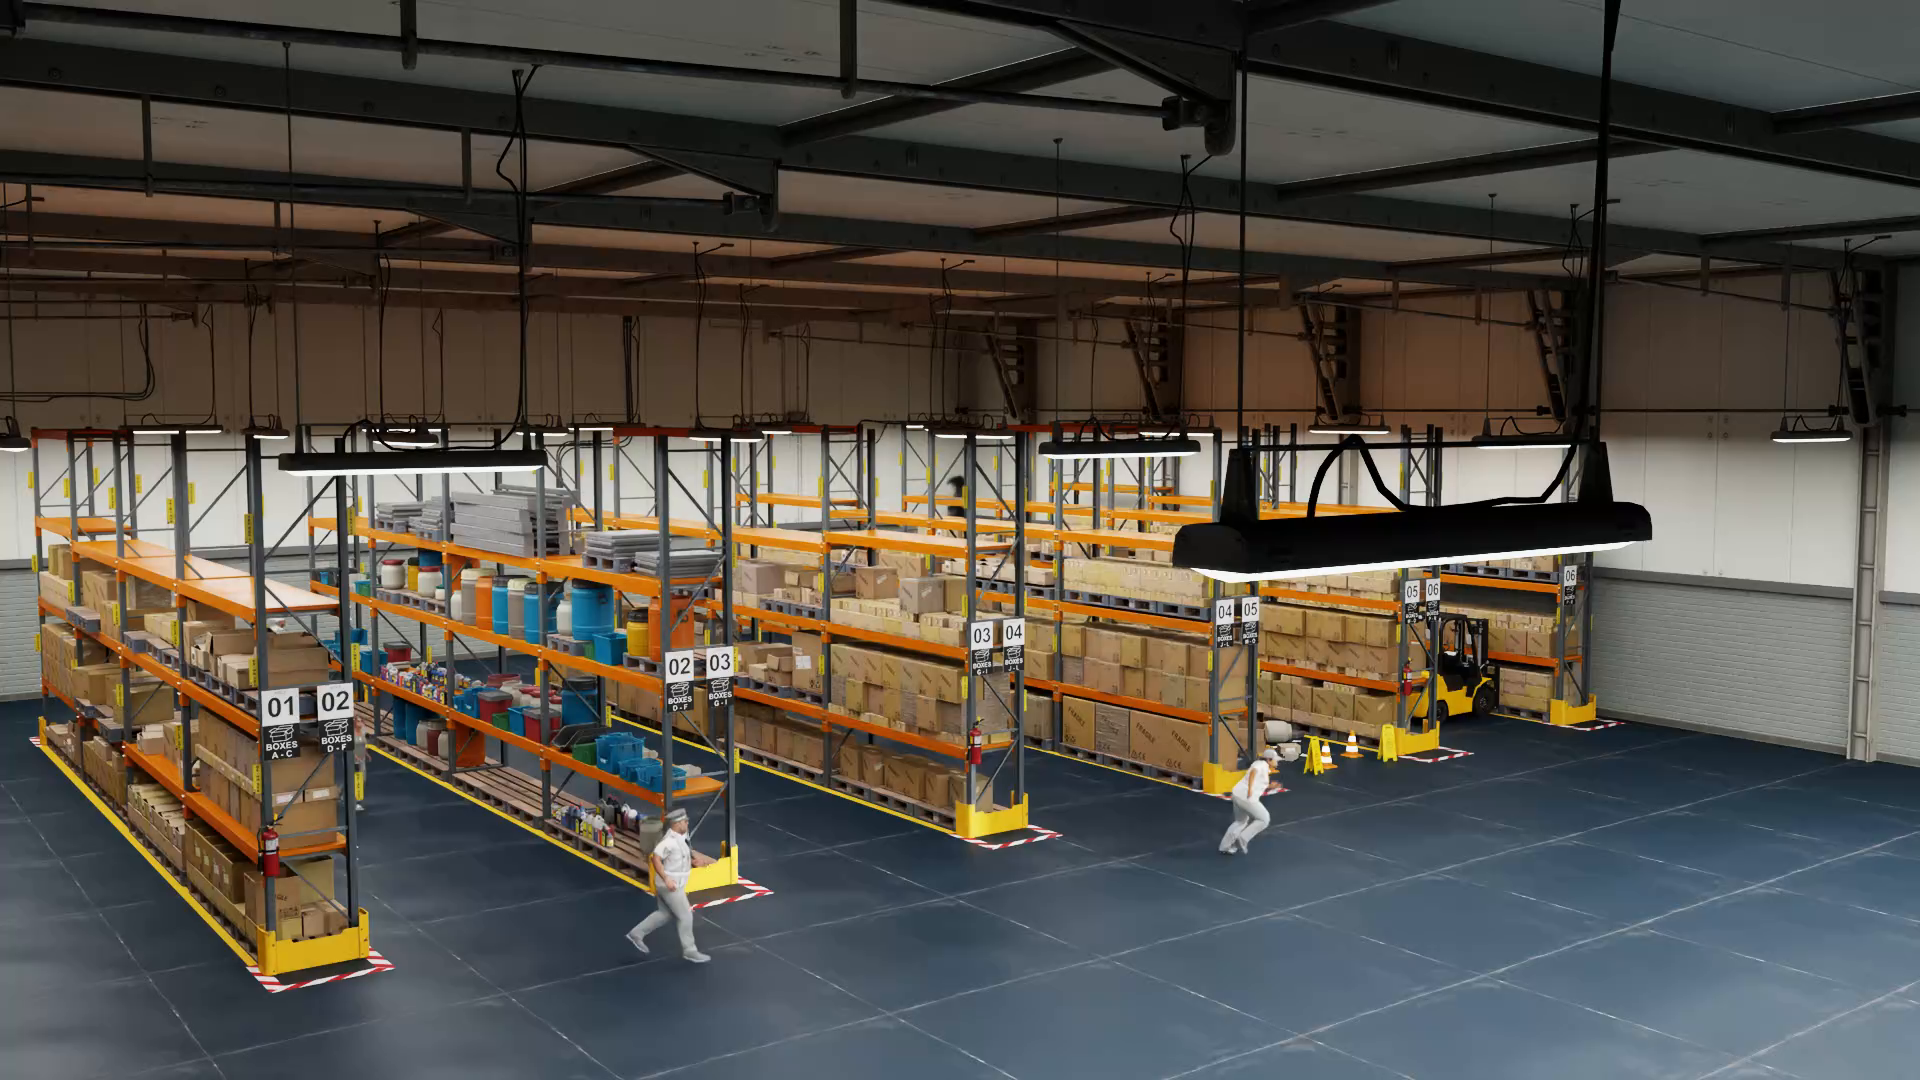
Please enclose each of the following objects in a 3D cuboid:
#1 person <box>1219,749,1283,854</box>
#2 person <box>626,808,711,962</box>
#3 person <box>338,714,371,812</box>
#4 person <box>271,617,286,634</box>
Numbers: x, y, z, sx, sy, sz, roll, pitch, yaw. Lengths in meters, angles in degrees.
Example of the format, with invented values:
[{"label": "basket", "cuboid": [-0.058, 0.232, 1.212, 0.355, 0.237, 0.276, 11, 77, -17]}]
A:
[{"label": "person", "cuboid": [4.139, 3.720, 23.612, 0.891, 1.499, 0.639, 0, 4, -5]}, {"label": "person", "cuboid": [-3.330, 3.961, 19.074, 0.914, 1.762, 0.635, -1, 5, -6]}, {"label": "person", "cuboid": [-9.608, 3.506, 26.284, 0.667, 1.544, 0.536, 3, 6, 37]}, {"label": "person", "cuboid": [-15.146, 2.536, 37.084, 0.793, 1.783, 0.663, -2, 5, -24]}]
